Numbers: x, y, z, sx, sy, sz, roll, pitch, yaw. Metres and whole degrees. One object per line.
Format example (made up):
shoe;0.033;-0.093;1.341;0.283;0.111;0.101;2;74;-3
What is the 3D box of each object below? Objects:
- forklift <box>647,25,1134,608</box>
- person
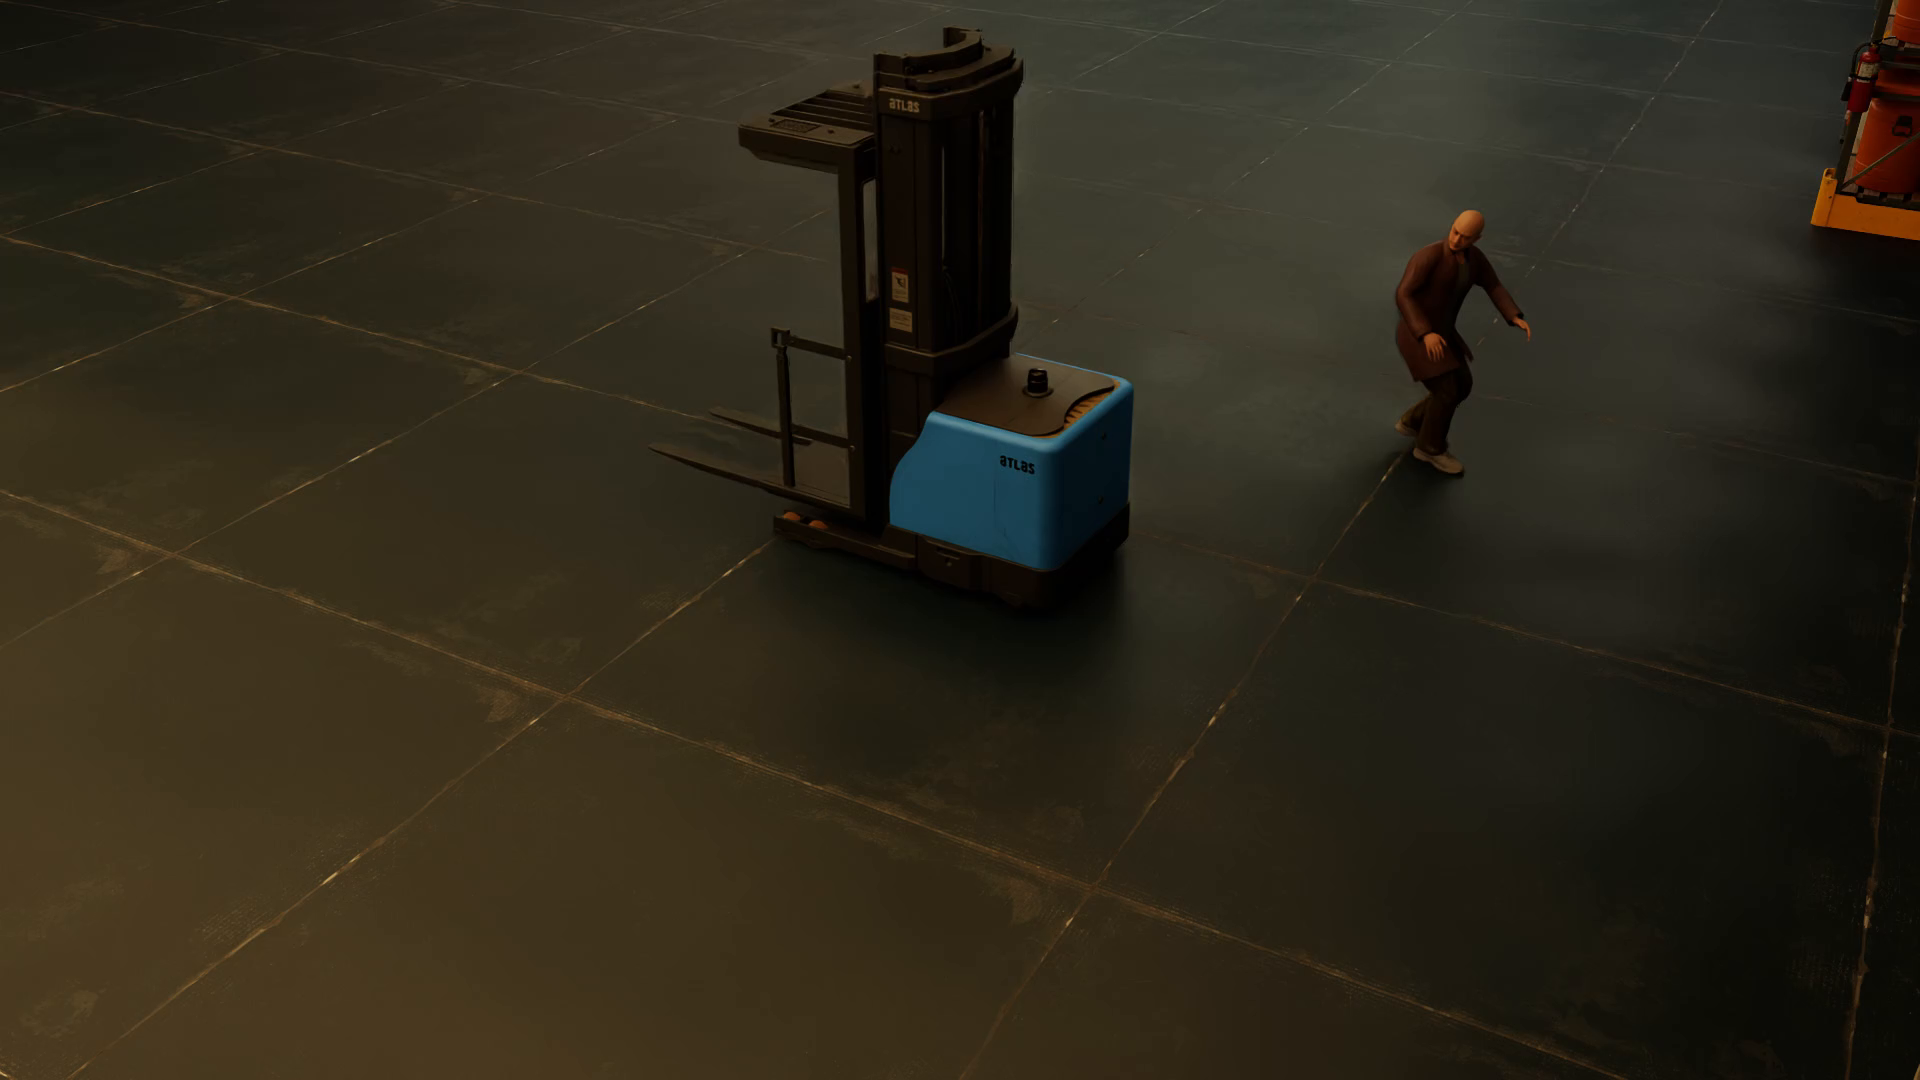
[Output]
forklift;-0.527;-1.425;9.539;3.031;2.935;1.130;17;34;27
person;3.125;-1.239;10.476;0.756;1.697;0.863;27;39;38
